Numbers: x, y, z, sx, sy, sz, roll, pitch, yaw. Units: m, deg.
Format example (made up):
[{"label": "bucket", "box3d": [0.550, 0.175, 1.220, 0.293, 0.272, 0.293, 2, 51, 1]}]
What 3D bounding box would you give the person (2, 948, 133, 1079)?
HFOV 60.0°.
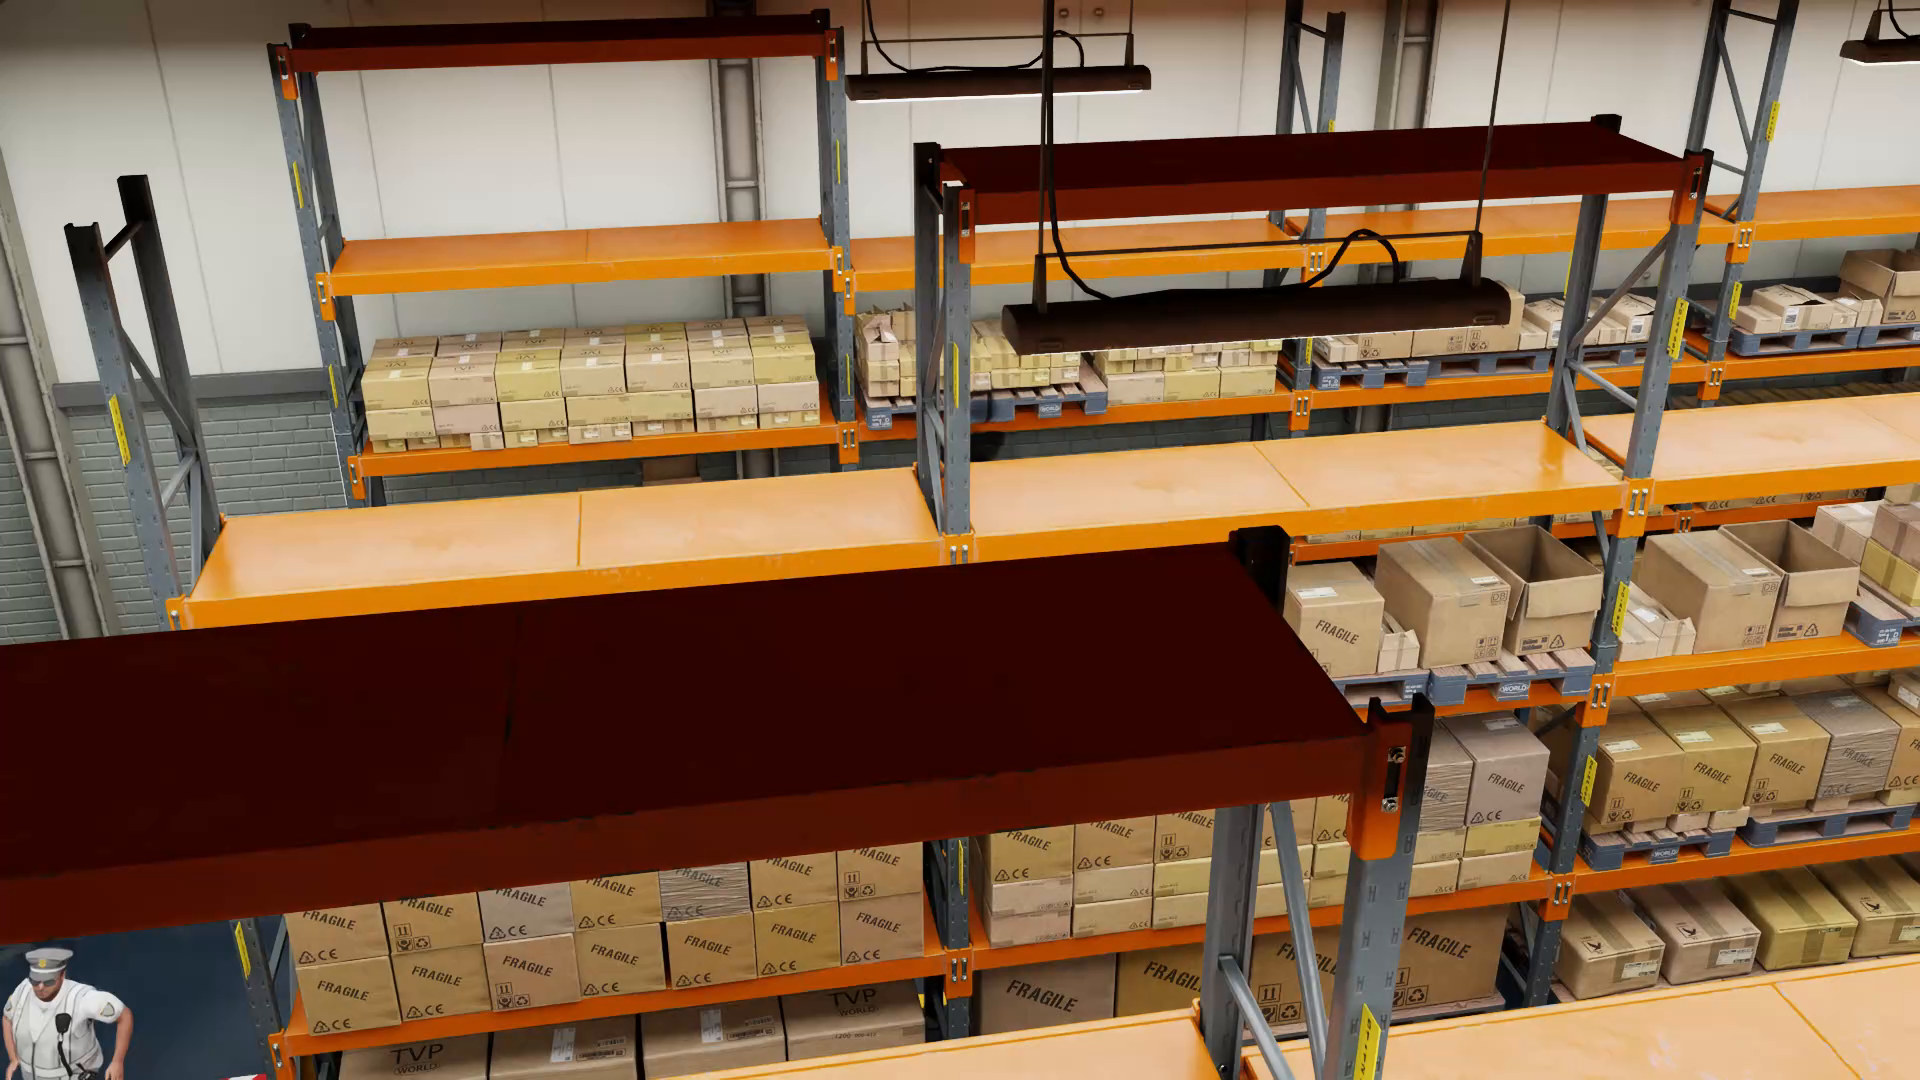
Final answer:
[{"label": "person", "box3d": [-5.278, 3.156, 9.747, 0.709, 1.780, 0.870, 8, 27, 15]}]
